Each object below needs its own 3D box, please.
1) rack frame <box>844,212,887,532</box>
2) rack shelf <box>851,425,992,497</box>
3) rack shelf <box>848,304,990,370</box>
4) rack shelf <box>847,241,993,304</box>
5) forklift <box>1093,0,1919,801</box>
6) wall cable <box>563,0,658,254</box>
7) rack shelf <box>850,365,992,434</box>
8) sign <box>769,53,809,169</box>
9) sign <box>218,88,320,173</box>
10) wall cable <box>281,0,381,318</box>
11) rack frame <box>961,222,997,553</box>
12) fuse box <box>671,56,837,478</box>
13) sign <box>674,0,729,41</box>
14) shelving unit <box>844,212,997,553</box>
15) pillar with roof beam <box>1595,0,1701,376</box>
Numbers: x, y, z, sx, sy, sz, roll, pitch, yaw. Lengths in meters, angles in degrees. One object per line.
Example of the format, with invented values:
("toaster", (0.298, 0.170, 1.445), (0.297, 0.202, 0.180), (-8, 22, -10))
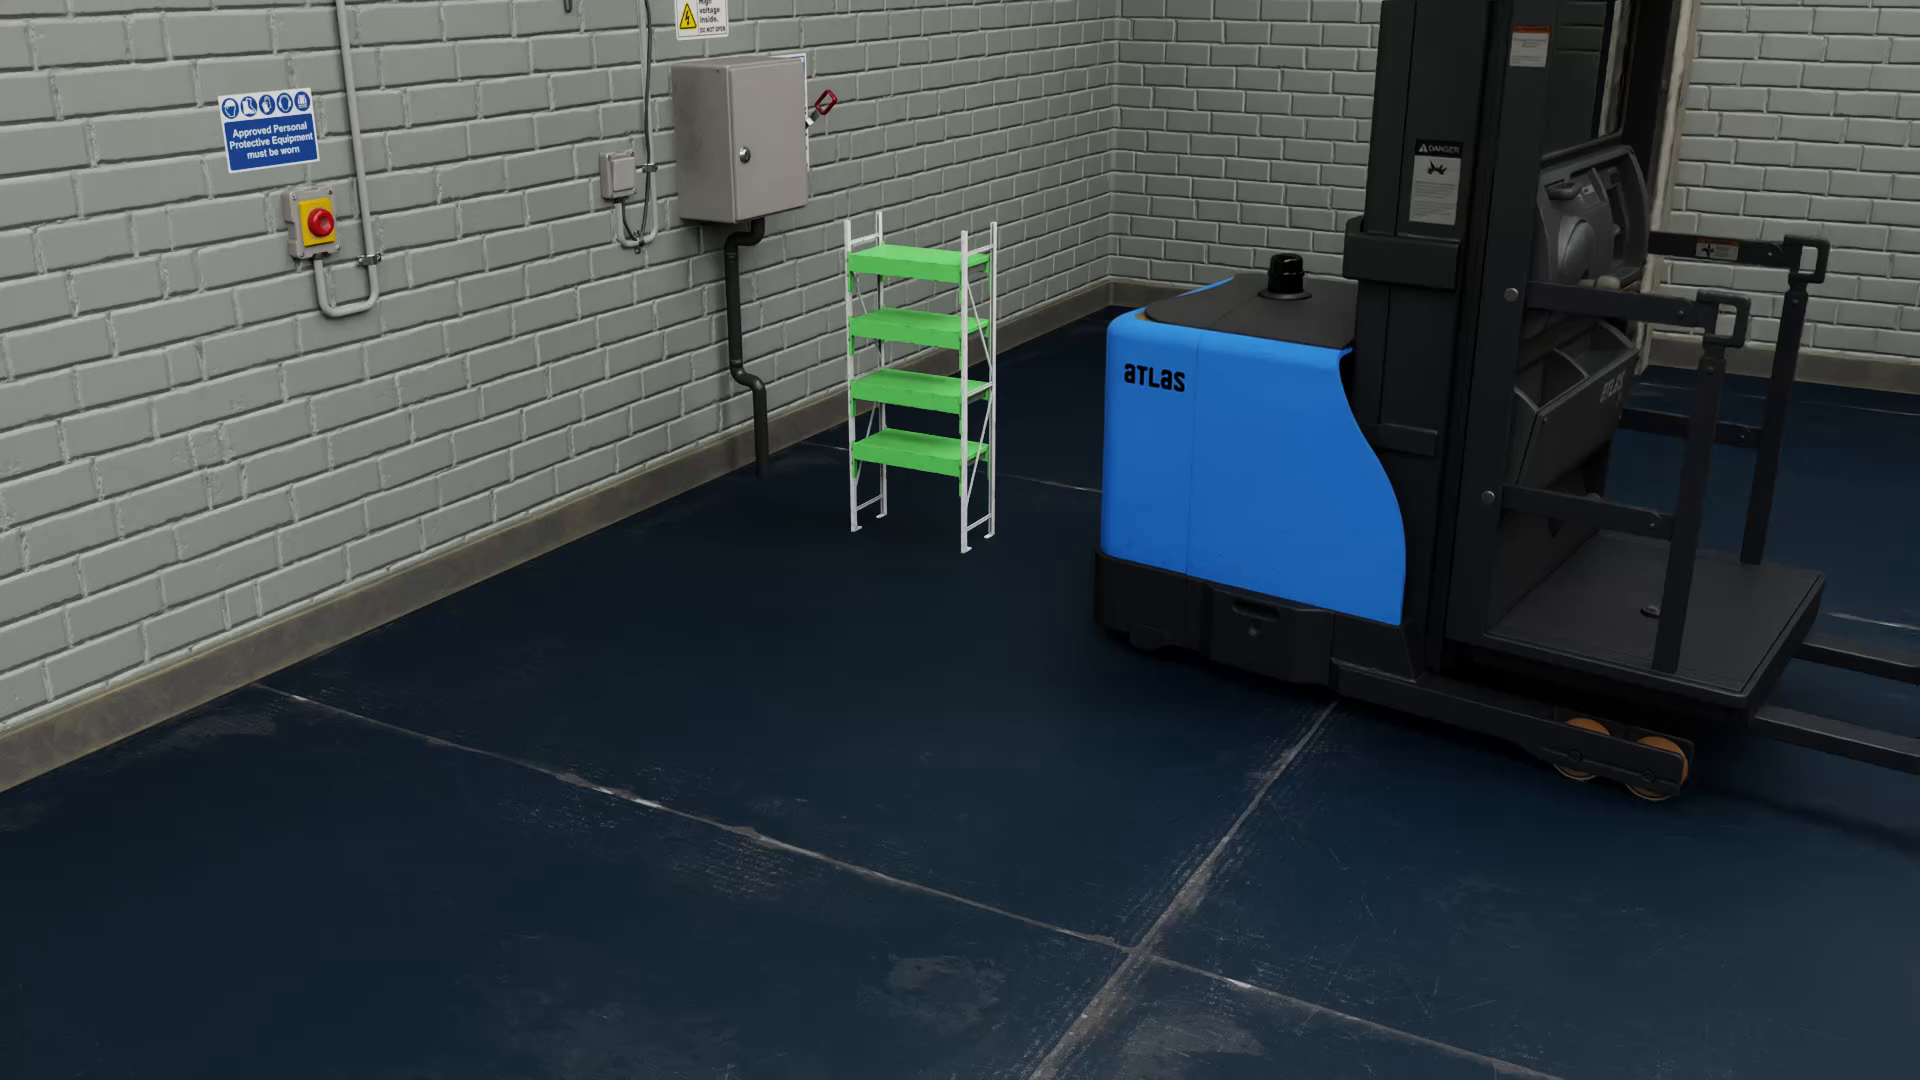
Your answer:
("rack frame", (-0.358, -0.632, 6.348), (0.015, 1.200, 0.240), (11, 23, 27))
("rack shelf", (-0.145, -0.306, 6.340), (0.480, 0.148, 0.258), (11, 23, 27))
("rack shelf", (-0.145, -0.757, 6.176), (0.480, 0.148, 0.258), (11, 23, 27))
("rack shelf", (-0.145, -0.983, 6.094), (0.480, 0.148, 0.258), (11, 23, 27))
("forklift", (1.927, -0.887, 4.511), (3.031, 2.935, 1.130), (14, 24, 34))
("wall cable", (-1.278, -1.991, 5.964), (0.122, 1.984, 0.588), (11, 23, 27))
("rack shelf", (-0.145, -0.532, 6.258), (0.480, 0.148, 0.258), (11, 23, 27))
("sign", (-0.747, -1.827, 7.142), (0.001, 0.494, 0.329), (11, 23, 27))
("sign", (-2.036, -1.212, 4.910), (0.001, 0.218, 0.327), (11, 23, 27))
("wall cable", (-1.959, -1.581, 4.789), (0.123, 1.953, 0.585), (11, 23, 27))
("rack frame", (0.068, -0.551, 6.124), (0.015, 1.200, 0.240), (11, 23, 27))
("fuse box", (-0.807, -1.084, 6.845), (0.414, 1.711, 0.539), (11, 23, 27))
("sign", (-1.015, -2.096, 6.534), (0.001, 0.242, 0.339), (11, 23, 27))
("shelving unit", (-0.145, -0.592, 6.236), (0.503, 1.200, 0.258), (11, 23, 27))
("pillar with roof beam", (1.379, -3.892, 3.897), (0.400, 9.000, 9.100), (11, 23, 27))
